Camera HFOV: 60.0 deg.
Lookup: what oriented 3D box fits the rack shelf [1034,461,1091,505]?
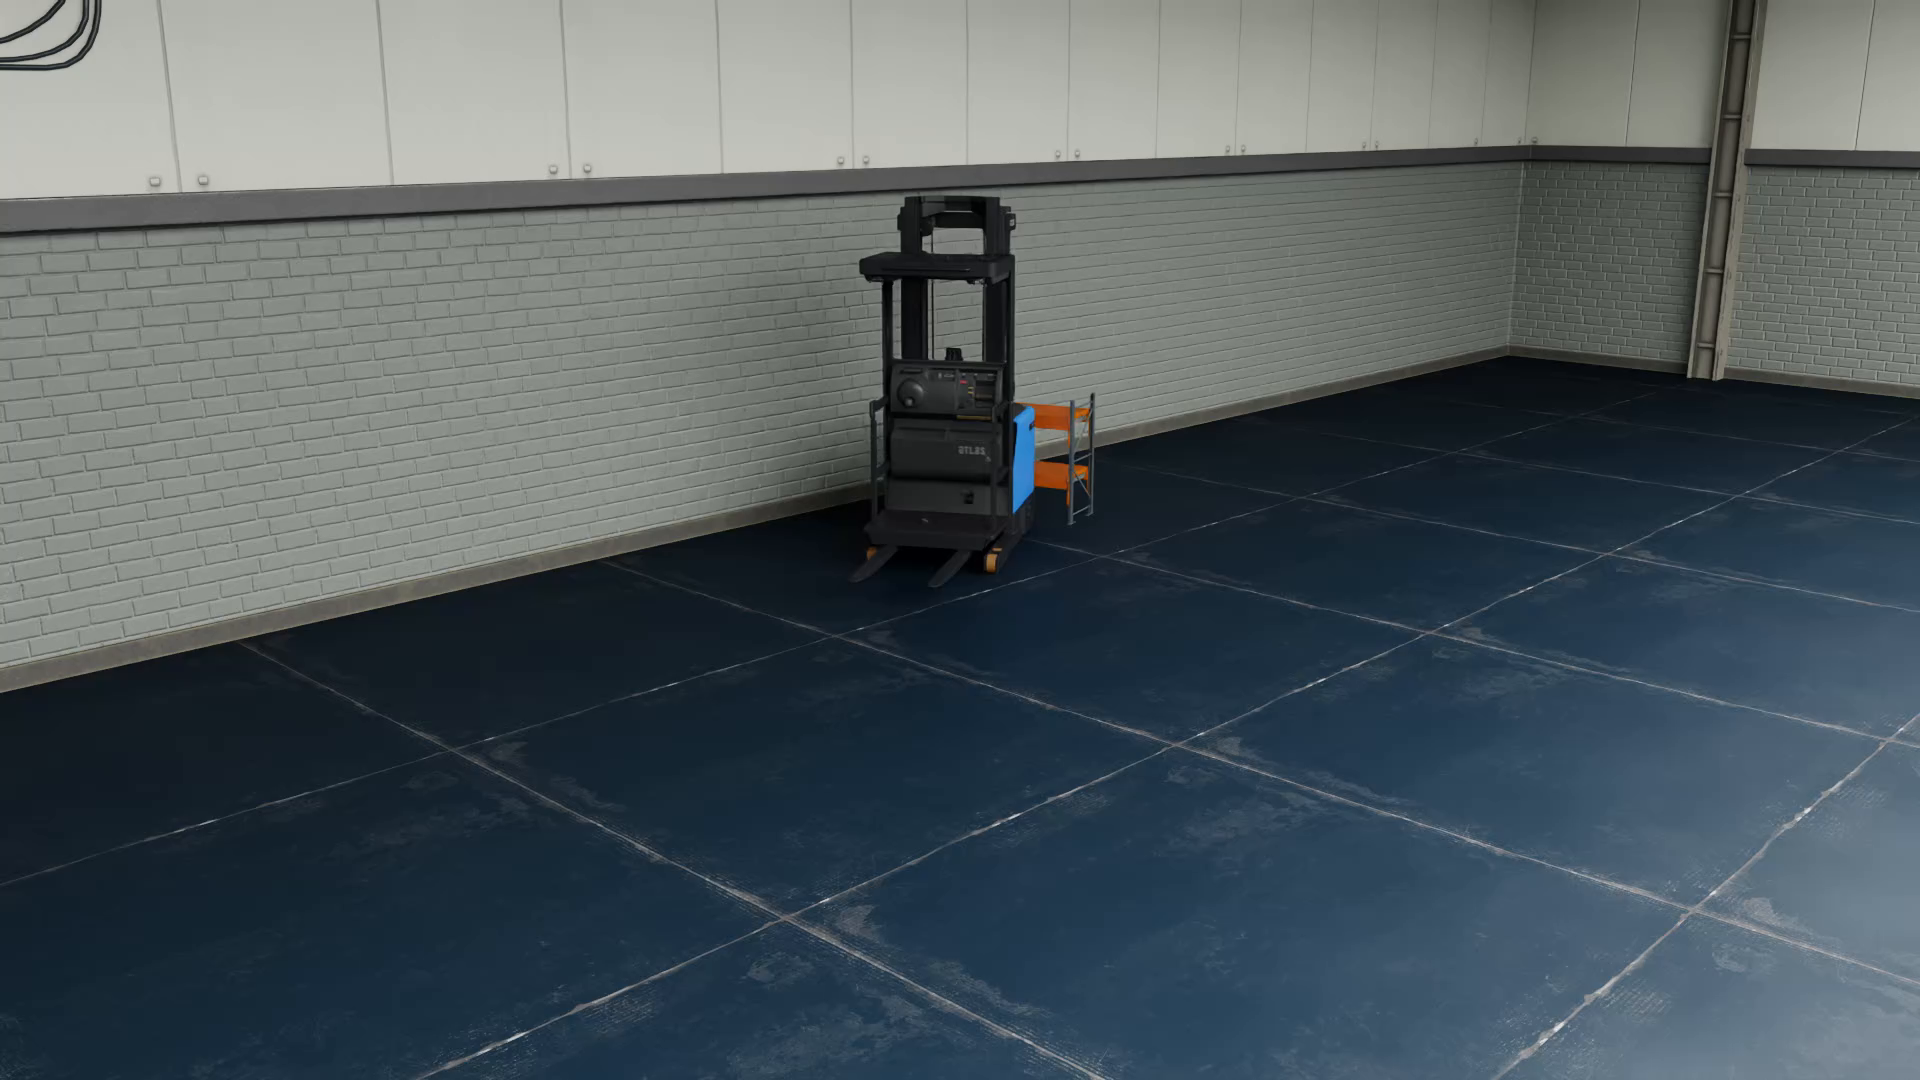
[{"bbox_3d":[0.650,-0.562,15.326,1.000,0.278,0.538,8,16,27],"label":"rack shelf"}]

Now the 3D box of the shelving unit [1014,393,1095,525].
[{"bbox_3d":[0.650,-0.799,15.264,1.048,1.125,0.538,8,16,27],"label":"shelving unit"}]

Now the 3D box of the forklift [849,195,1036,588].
[{"bbox_3d":[-0.156,-1.249,13.413,1.130,2.935,3.031,3,15,13],"label":"forklift"}]

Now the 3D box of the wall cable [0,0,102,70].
[{"bbox_3d":[-6.123,-5.012,9.077,0.169,6.003,2.305,14,20,42],"label":"wall cable"}]

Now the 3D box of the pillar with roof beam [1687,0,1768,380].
[{"bbox_3d":[7.355,-5.827,18.948,0.400,9.000,9.100,14,20,42],"label":"pillar with roof beam"}]

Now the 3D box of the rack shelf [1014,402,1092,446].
[{"bbox_3d":[0.650,-1.082,15.191,1.000,0.278,0.538,8,16,27],"label":"rack shelf"}]

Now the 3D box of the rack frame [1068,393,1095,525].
[{"bbox_3d":[1.101,-0.739,15.036,0.032,1.125,0.500,8,16,27],"label":"rack frame"}]
